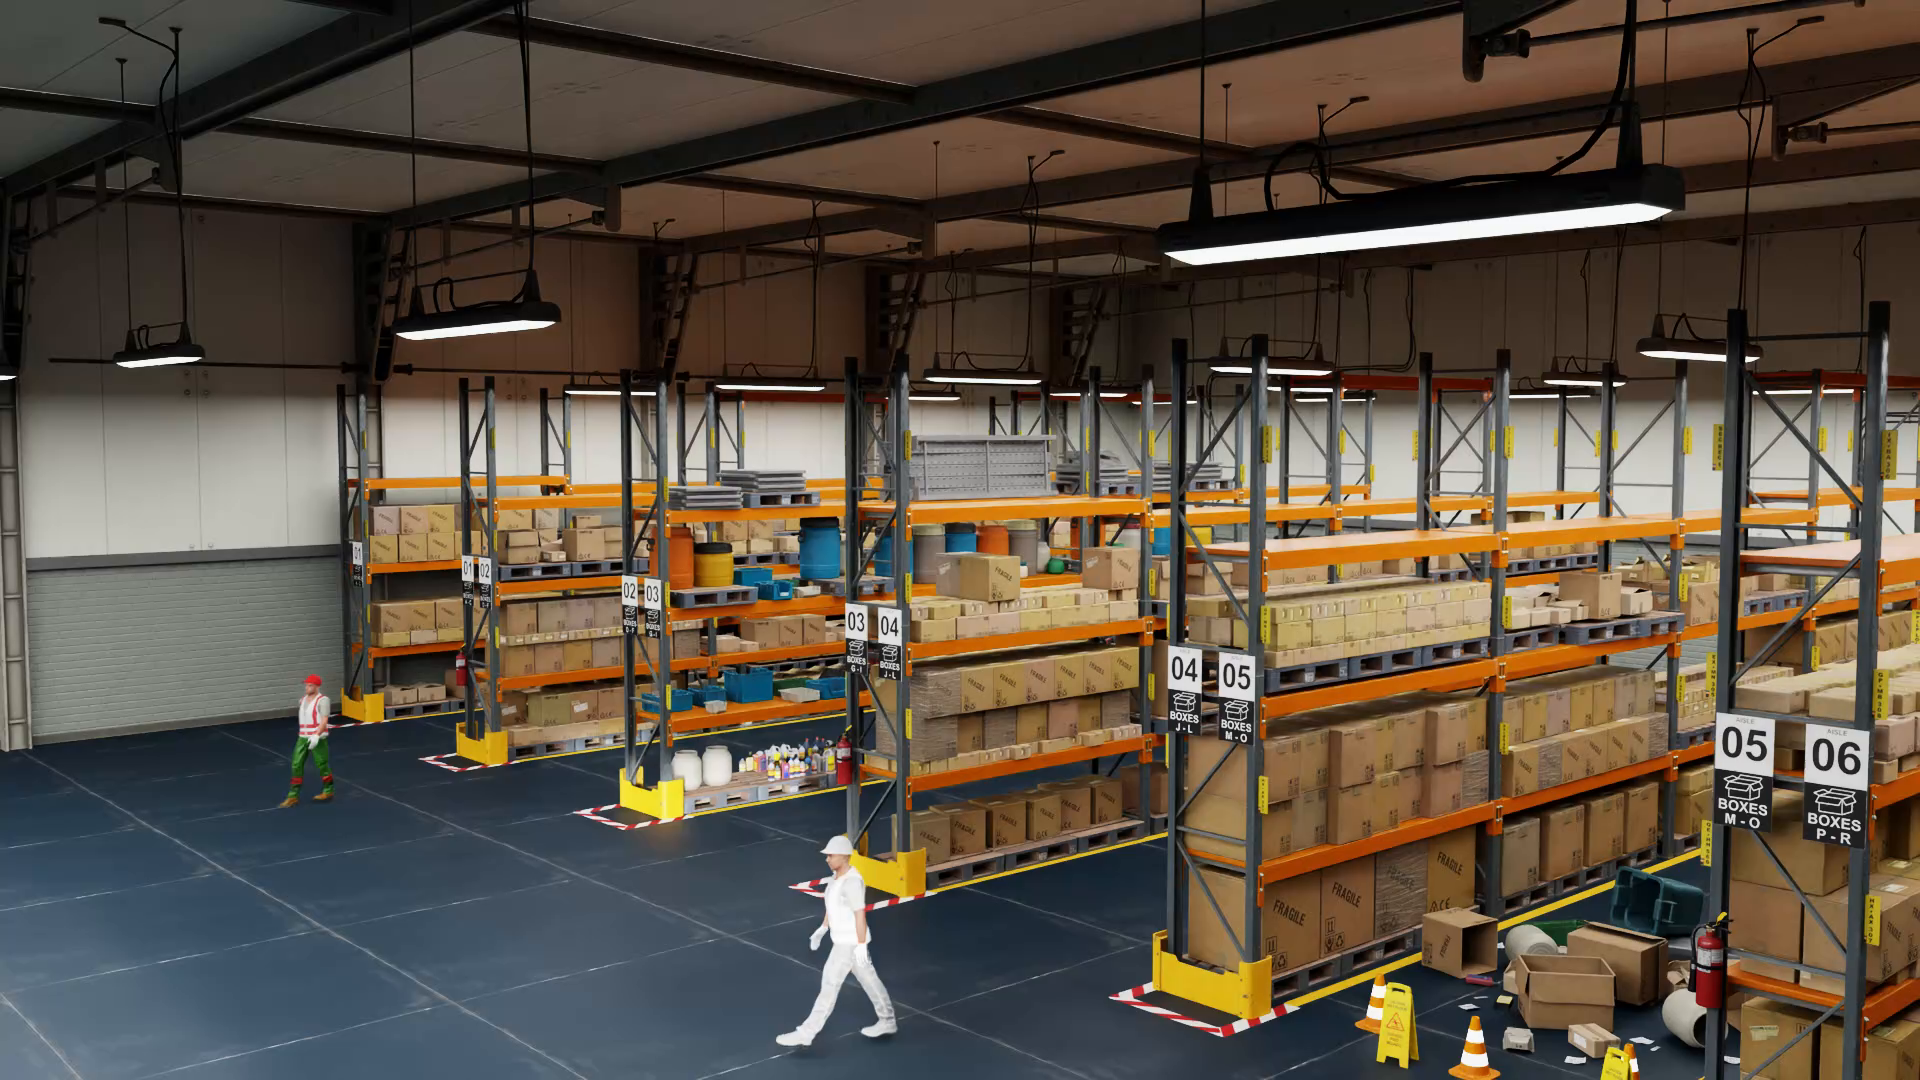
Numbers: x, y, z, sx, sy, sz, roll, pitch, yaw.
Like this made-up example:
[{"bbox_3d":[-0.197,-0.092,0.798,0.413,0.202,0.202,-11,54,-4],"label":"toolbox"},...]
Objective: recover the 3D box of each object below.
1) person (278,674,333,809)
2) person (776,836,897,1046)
[{"bbox_3d":[-9.013,2.769,23.013,0.556,1.797,0.752,1,4,18],"label":"person"},{"bbox_3d":[-1.039,3.348,13.988,1.035,1.727,0.577,-1,4,-8],"label":"person"}]
